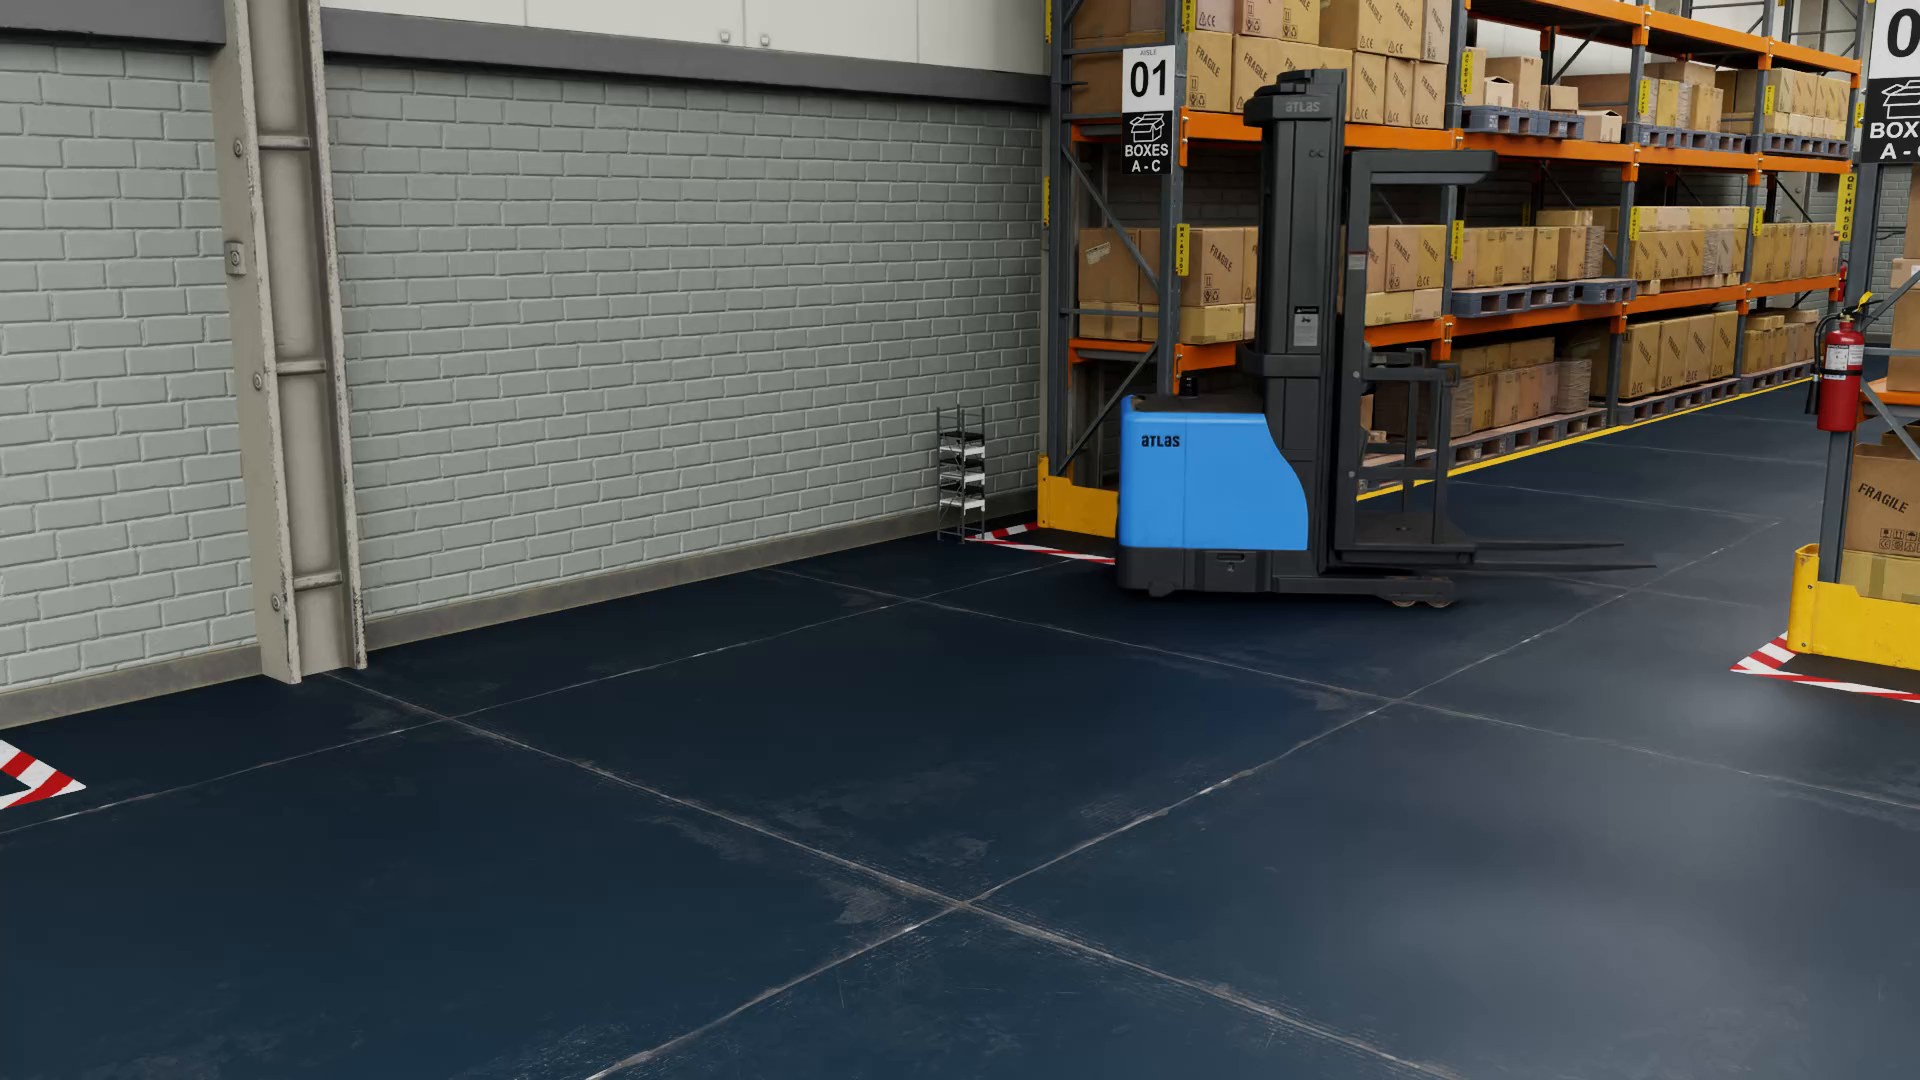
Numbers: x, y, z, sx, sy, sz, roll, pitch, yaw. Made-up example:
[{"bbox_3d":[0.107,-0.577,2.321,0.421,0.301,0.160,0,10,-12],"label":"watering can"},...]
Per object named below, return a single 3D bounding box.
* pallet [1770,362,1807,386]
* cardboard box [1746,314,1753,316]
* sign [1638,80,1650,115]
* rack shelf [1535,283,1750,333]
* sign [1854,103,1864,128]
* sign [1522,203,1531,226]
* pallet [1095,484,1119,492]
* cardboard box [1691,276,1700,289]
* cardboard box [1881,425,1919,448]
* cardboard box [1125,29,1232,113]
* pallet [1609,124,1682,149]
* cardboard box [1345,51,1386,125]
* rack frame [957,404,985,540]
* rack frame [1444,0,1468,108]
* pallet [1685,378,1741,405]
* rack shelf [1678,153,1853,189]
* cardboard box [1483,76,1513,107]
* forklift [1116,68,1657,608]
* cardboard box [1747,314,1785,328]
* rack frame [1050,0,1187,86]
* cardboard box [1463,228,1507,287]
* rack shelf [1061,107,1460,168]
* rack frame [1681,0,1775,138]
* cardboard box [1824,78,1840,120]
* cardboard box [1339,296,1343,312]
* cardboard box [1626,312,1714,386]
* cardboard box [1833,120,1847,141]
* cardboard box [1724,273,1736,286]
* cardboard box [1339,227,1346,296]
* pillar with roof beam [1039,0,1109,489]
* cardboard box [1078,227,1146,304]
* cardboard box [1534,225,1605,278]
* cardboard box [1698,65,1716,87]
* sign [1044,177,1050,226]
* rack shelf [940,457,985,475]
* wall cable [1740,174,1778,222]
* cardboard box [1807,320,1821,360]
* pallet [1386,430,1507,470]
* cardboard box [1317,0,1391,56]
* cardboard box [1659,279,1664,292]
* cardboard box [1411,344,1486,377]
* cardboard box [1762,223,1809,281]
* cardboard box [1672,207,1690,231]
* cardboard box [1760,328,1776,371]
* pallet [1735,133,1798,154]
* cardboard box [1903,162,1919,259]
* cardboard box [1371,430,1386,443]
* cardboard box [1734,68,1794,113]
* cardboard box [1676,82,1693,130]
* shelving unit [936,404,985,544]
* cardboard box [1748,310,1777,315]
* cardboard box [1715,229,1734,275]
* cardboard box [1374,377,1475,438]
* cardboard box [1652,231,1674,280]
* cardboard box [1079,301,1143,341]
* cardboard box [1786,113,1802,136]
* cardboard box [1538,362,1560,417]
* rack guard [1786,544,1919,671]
[{"bbox_3d":[10.305,-2.190,21.636,1.003,0.211,1.213,10,15,40],"label":"pallet"},{"bbox_3d":[9.952,-2.828,21.366,0.380,0.149,0.250,10,15,41],"label":"cardboard box"},{"bbox_3d":[6.705,-4.341,16.306,0.100,0.325,0.005,10,15,40],"label":"sign"},{"bbox_3d":[7.619,-2.628,18.547,1.077,0.370,4.000,10,15,40],"label":"rack shelf"},{"bbox_3d":[11.978,-5.658,22.162,0.100,0.325,0.005,10,15,40],"label":"sign"},{"bbox_3d":[5.880,-3.326,17.247,0.100,0.325,0.005,10,15,40],"label":"sign"},{"bbox_3d":[1.631,-0.268,12.015,1.003,0.211,1.213,10,15,40],"label":"pallet"},{"bbox_3d":[8.057,-2.894,18.633,0.380,0.149,0.250,9,15,39],"label":"cardboard box"},{"bbox_3d":[5.521,-0.361,9.395,0.500,0.500,0.500,10,15,40],"label":"cardboard box"},{"bbox_3d":[1.426,-3.056,10.890,0.500,0.500,0.500,10,15,42],"label":"cardboard box"},{"bbox_3d":[6.684,-4.166,17.237,1.213,0.211,1.003,11,16,43],"label":"pallet"},{"bbox_3d":[2.830,-3.362,12.423,0.500,0.500,0.500,9,14,38],"label":"cardboard box"},{"bbox_3d":[0.072,-0.457,11.204,0.240,0.900,0.006,10,15,40],"label":"rack frame"},{"bbox_3d":[3.658,-5.040,13.470,1.000,3.000,0.127,10,15,40],"label":"rack frame"},{"bbox_3d":[8.486,-1.784,19.606,1.003,0.211,1.213,10,15,40],"label":"pallet"},{"bbox_3d":[10.259,-4.687,21.200,1.077,0.370,4.000,10,15,40],"label":"rack shelf"},{"bbox_3d":[4.486,-3.892,14.536,0.500,0.311,0.500,10,15,42],"label":"cardboard box"},{"bbox_3d":[2.446,-1.166,9.565,3.031,2.935,1.130,1,11,5],"label":"forklift"},{"bbox_3d":[10.217,-2.774,21.094,0.380,0.149,0.250,9,15,39],"label":"cardboard box"},{"bbox_3d":[1.018,-4.451,10.523,1.000,3.000,0.127,10,15,40],"label":"rack frame"},{"bbox_3d":[4.394,-2.515,14.764,0.500,0.500,0.700,-10,15,-42],"label":"cardboard box"},{"bbox_3d":[2.338,-2.922,12.361,1.077,0.370,4.000,10,15,40],"label":"rack shelf"},{"bbox_3d":[8.939,-6.217,19.363,1.000,3.000,0.127,10,15,40],"label":"rack frame"},{"bbox_3d":[10.963,-5.668,21.416,0.500,0.500,0.500,10,15,42],"label":"cardboard box"},{"bbox_3d":[2.587,-1.703,12.411,0.500,0.250,0.500,10,15,41],"label":"cardboard box"},{"bbox_3d":[8.023,-2.183,18.900,0.750,0.750,0.750,10,15,42],"label":"cardboard box"},{"bbox_3d":[11.296,-5.374,21.855,0.500,0.250,0.500,10,15,42],"label":"cardboard box"},{"bbox_3d":[8.780,-3.035,19.339,0.380,0.149,0.250,10,15,41],"label":"cardboard box"},{"bbox_3d":[2.570,-2.069,12.329,0.500,0.500,0.500,10,15,42],"label":"cardboard box"},{"bbox_3d":[4.064,-4.110,8.812,9.100,9.000,0.400,10,15,40],"label":"pillar with roof beam"},{"bbox_3d":[1.169,-1.910,11.535,0.500,0.500,0.500,10,15,40],"label":"cardboard box"},{"bbox_3d":[5.996,-2.881,16.598,0.700,0.500,0.500,8,14,34],"label":"cardboard box"},{"bbox_3d":[8.260,-5.266,18.967,0.500,0.250,0.500,-11,16,-43],"label":"cardboard box"},{"bbox_3d":[0.614,-2.307,11.340,0.100,0.325,0.005,10,15,40],"label":"sign"},{"bbox_3d":[0.005,-0.498,11.118,0.258,0.077,0.200,10,15,40],"label":"rack shelf"},{"bbox_3d":[11.714,-4.672,24.353,0.084,1.984,1.851,10,15,40],"label":"wall cable"},{"bbox_3d":[11.193,-2.728,22.520,0.700,0.500,0.500,10,15,40],"label":"cardboard box"},{"bbox_3d":[4.171,-0.845,14.905,1.003,0.211,1.213,10,15,40],"label":"pallet"},{"bbox_3d":[2.841,-3.849,12.307,0.500,0.500,0.500,9,14,38],"label":"cardboard box"},{"bbox_3d":[7.340,-2.748,17.902,0.380,0.149,0.250,10,15,42],"label":"cardboard box"},{"bbox_3d":[4.420,-1.631,15.065,0.500,0.250,0.500,9,15,39],"label":"cardboard box"},{"bbox_3d":[10.268,-3.715,21.386,0.980,0.700,0.700,9,14,38],"label":"cardboard box"},{"bbox_3d":[7.473,-3.446,17.824,0.500,0.250,0.500,10,15,41],"label":"cardboard box"},{"bbox_3d":[9.844,-2.425,21.006,0.700,0.500,0.500,10,15,40],"label":"cardboard box"},{"bbox_3d":[9.487,-4.822,20.261,1.003,0.211,1.213,10,15,40],"label":"pallet"},{"bbox_3d":[5.094,-1.630,8.145,0.700,0.500,0.500,10,15,41],"label":"cardboard box"},{"bbox_3d":[3.328,-0.842,13.878,0.380,0.166,0.250,7,14,33],"label":"cardboard box"},{"bbox_3d":[9.620,-5.364,19.890,0.500,0.500,0.500,10,15,40],"label":"cardboard box"},{"bbox_3d":[7.578,-4.740,18.247,0.700,0.500,0.500,10,15,40],"label":"cardboard box"},{"bbox_3d":[0.005,-0.442,11.129,0.258,0.900,0.210,10,15,40],"label":"shelving unit"},{"bbox_3d":[10.626,-2.979,22.120,0.380,0.149,0.250,10,15,41],"label":"cardboard box"},{"bbox_3d":[8.495,-3.303,19.024,0.500,0.500,0.500,10,15,41],"label":"cardboard box"},{"bbox_3d":[4.132,-1.198,14.812,0.700,0.500,0.500,10,15,42],"label":"cardboard box"},{"bbox_3d":[7.164,-3.005,17.535,0.500,0.500,0.500,10,15,42],"label":"cardboard box"},{"bbox_3d":[1.181,-1.540,11.593,0.500,0.250,0.500,10,15,41],"label":"cardboard box"},{"bbox_3d":[9.940,-5.068,20.325,0.500,0.250,0.500,9,15,39],"label":"cardboard box"},{"bbox_3d":[5.435,-1.503,16.337,0.700,0.500,0.500,10,15,40],"label":"cardboard box"},{"bbox_3d":[4.726,0.360,8.134,1.175,0.500,0.348,10,15,40],"label":"rack guard"}]
